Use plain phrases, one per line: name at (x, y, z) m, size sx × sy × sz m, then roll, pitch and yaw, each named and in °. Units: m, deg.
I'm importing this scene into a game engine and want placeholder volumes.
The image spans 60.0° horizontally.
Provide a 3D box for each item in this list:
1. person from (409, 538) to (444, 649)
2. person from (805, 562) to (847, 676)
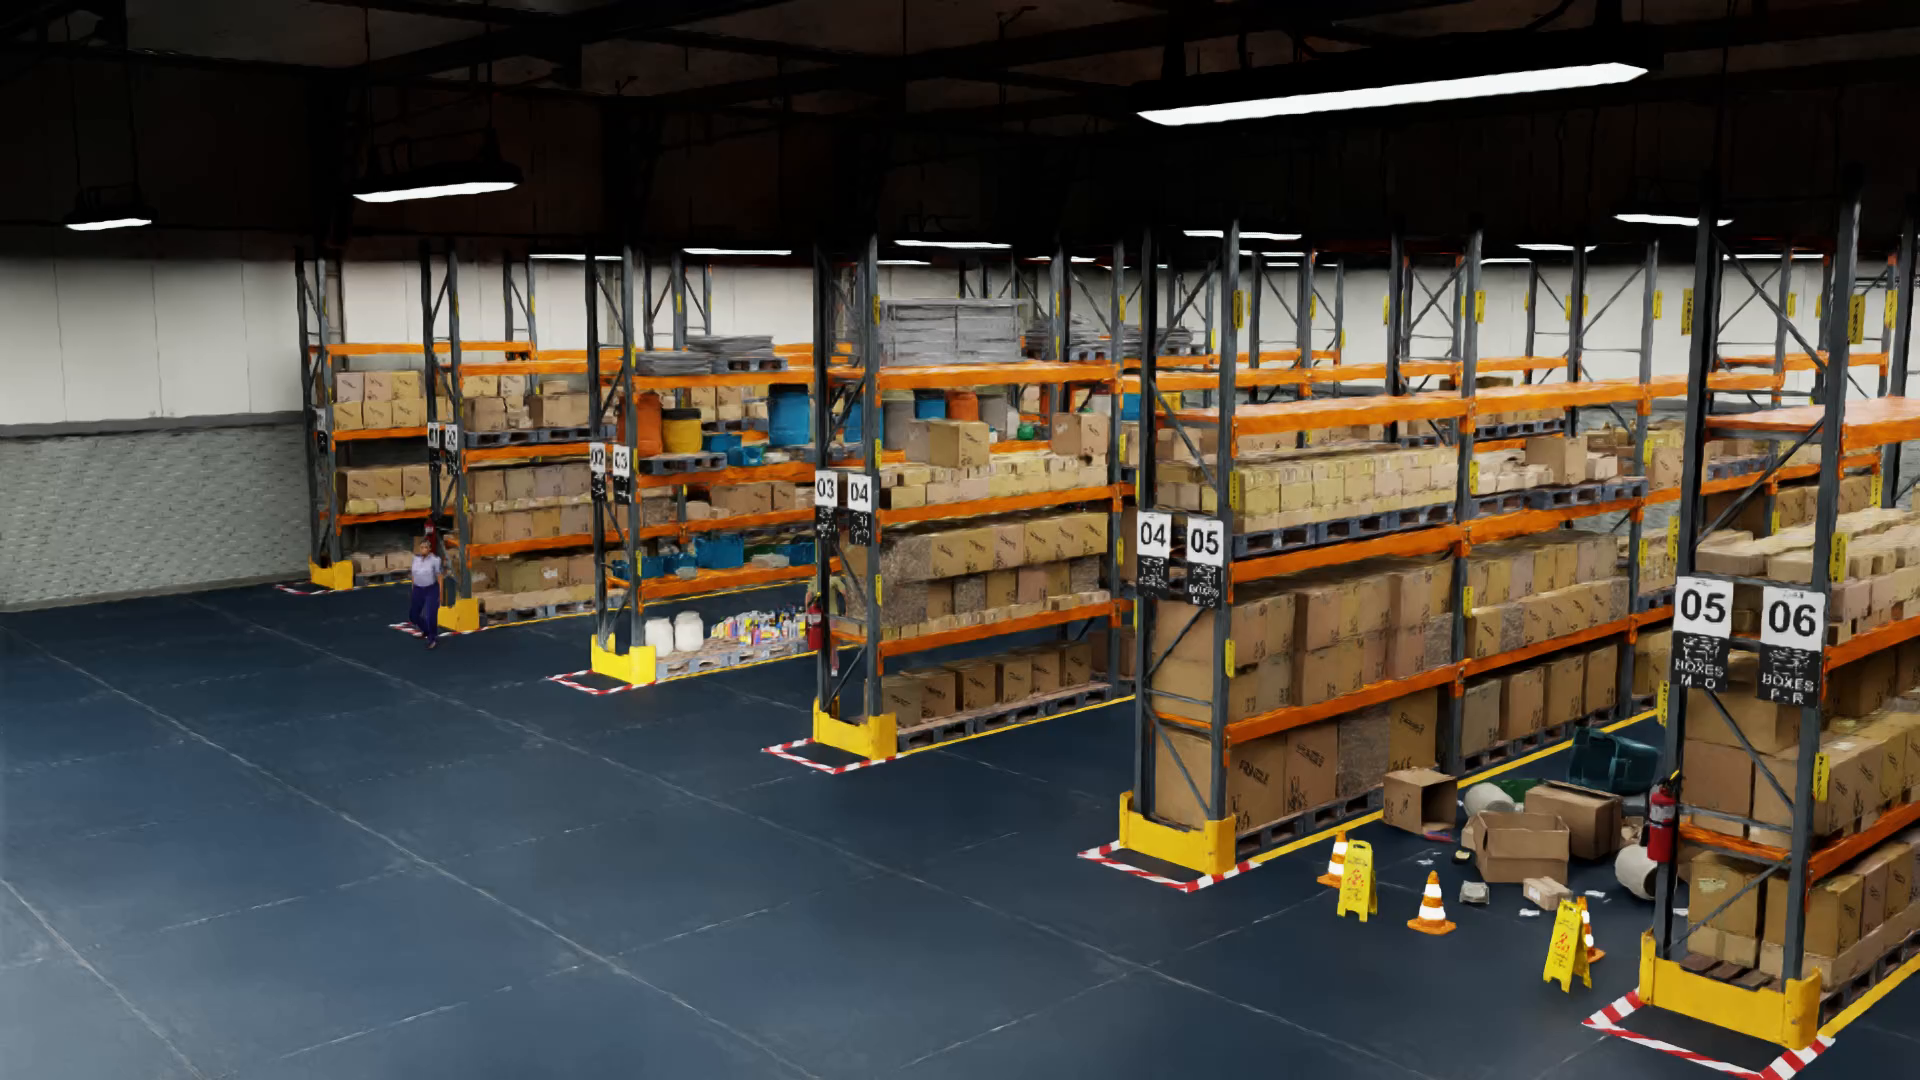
person at (-7.866, 0.767, 24.578) m, size 0.558 × 1.638 × 0.533 m, roll 2°, pitch 9°, yaw 10°
person at (-1.807, 1.027, 22.826) m, size 0.611 × 1.612 × 0.785 m, roll 4°, pitch 9°, yaw 27°
